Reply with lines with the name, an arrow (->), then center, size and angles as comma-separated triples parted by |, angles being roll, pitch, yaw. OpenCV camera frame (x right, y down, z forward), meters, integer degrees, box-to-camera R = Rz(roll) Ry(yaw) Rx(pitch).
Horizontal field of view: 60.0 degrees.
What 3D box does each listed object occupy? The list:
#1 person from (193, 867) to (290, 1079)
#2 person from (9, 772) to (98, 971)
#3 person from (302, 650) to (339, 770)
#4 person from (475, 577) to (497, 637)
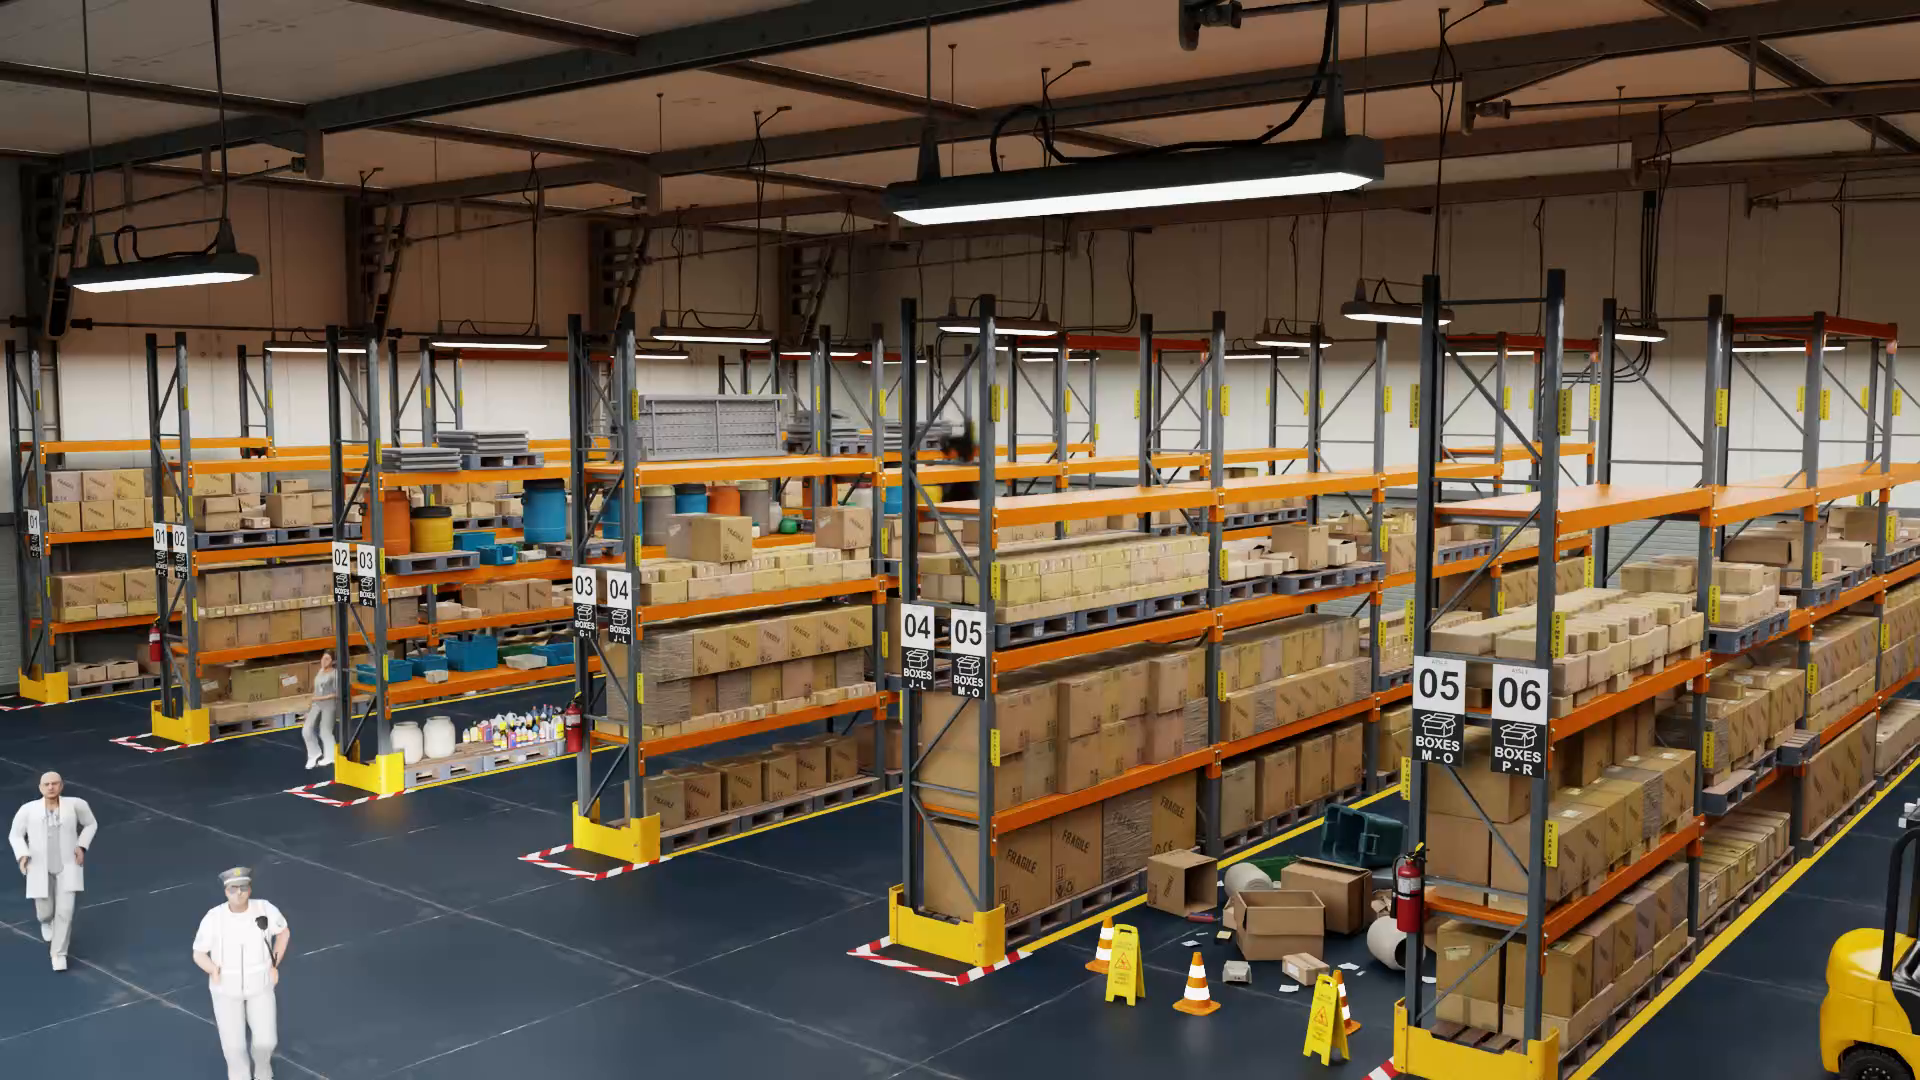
person -> -5.154, 3.216, 11.974 | 0.653, 1.736, 0.583 | -2, 6, -25
person -> -8.183, 2.995, 15.049 | 0.711, 1.661, 0.756 | -3, 6, -29
person -> -8.646, 2.311, 22.689 | 0.574, 1.657, 0.636 | 2, 5, 18
person -> -8.990, 1.455, 31.696 | 0.706, 1.719, 0.575 | 3, 6, 31
